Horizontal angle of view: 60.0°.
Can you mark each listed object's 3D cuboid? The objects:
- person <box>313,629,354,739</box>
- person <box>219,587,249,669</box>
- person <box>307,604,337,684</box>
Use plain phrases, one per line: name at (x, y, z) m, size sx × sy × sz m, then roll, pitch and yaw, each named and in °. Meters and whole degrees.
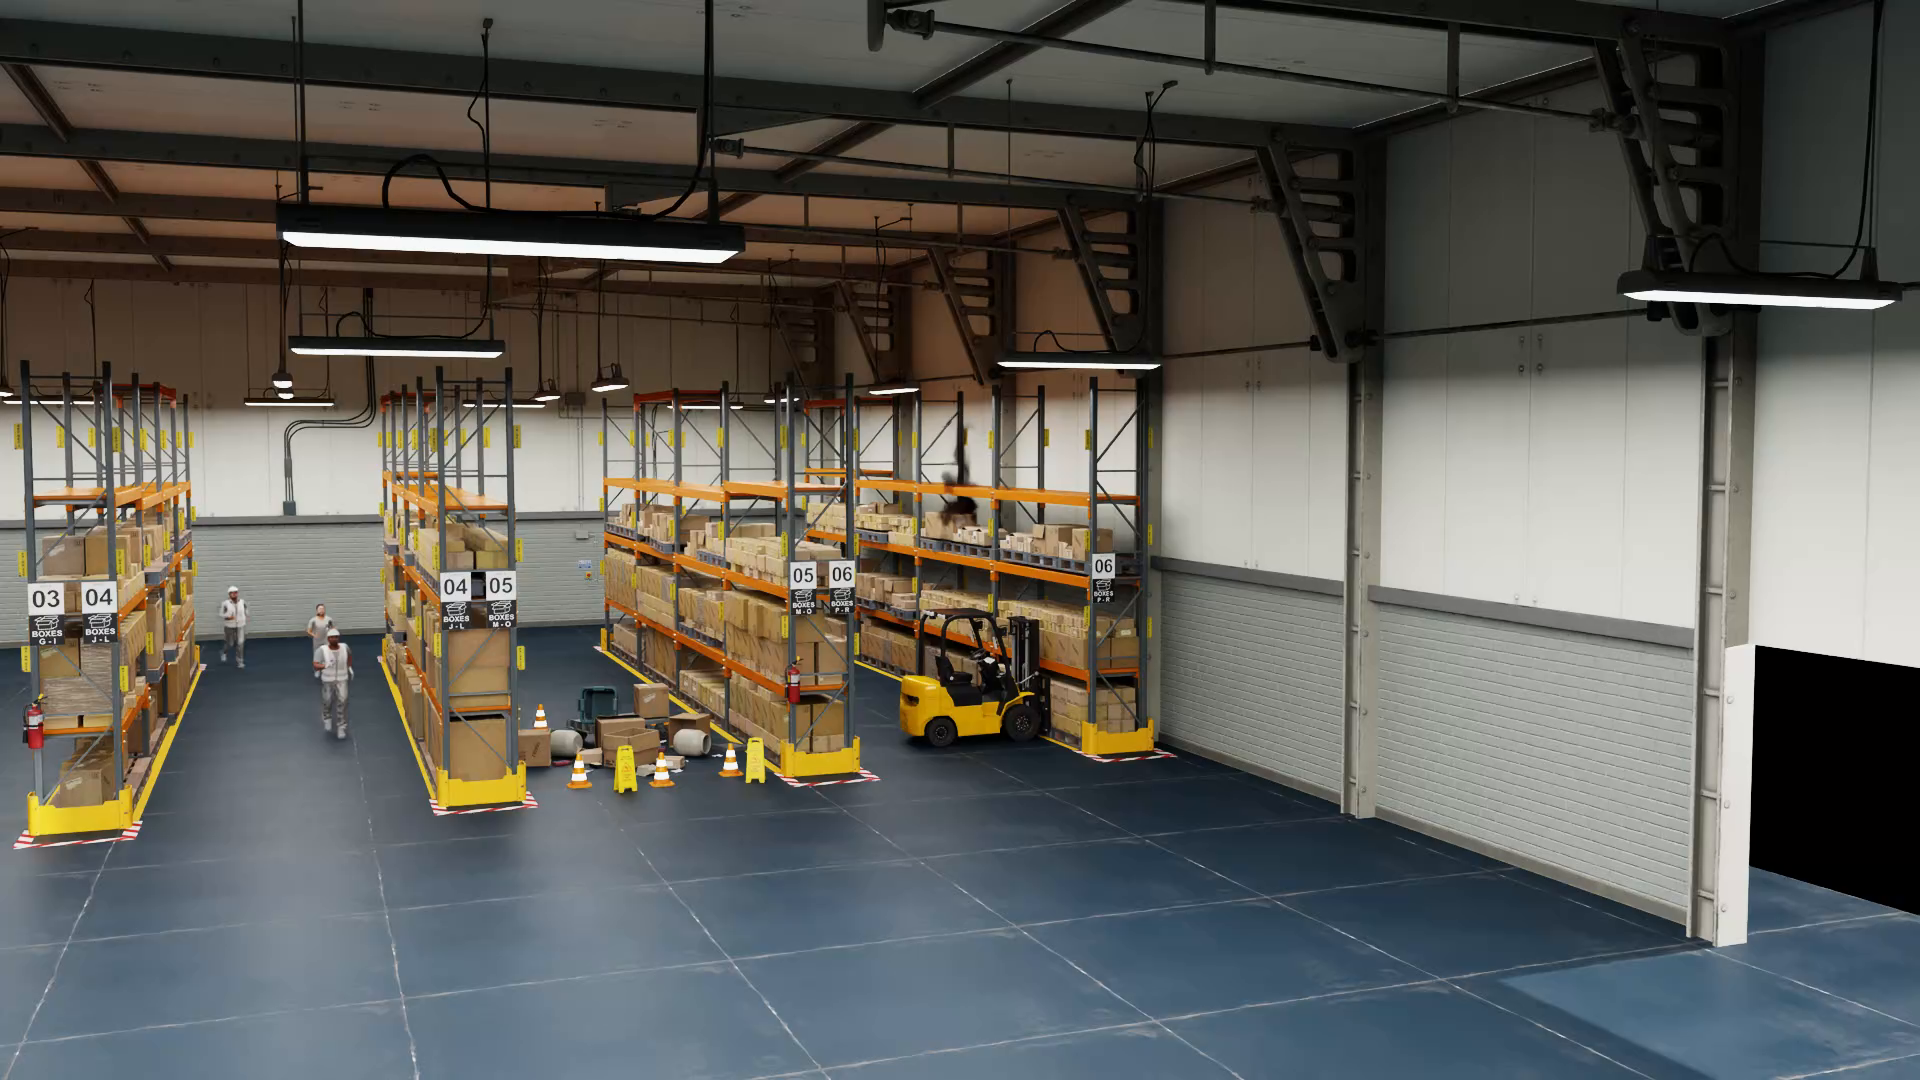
person at (-10.582, 2.395, 28.103) m, size 0.672 × 1.812 × 0.930 m, roll -2°, pitch 4°, yaw -29°
person at (-16.030, 1.911, 36.728) m, size 0.668 × 1.781 × 0.955 m, roll -3°, pitch 4°, yaw -38°
person at (-13.127, 2.127, 34.239) m, size 0.573 × 1.628 × 0.758 m, roll -2°, pitch 4°, yaw -26°
